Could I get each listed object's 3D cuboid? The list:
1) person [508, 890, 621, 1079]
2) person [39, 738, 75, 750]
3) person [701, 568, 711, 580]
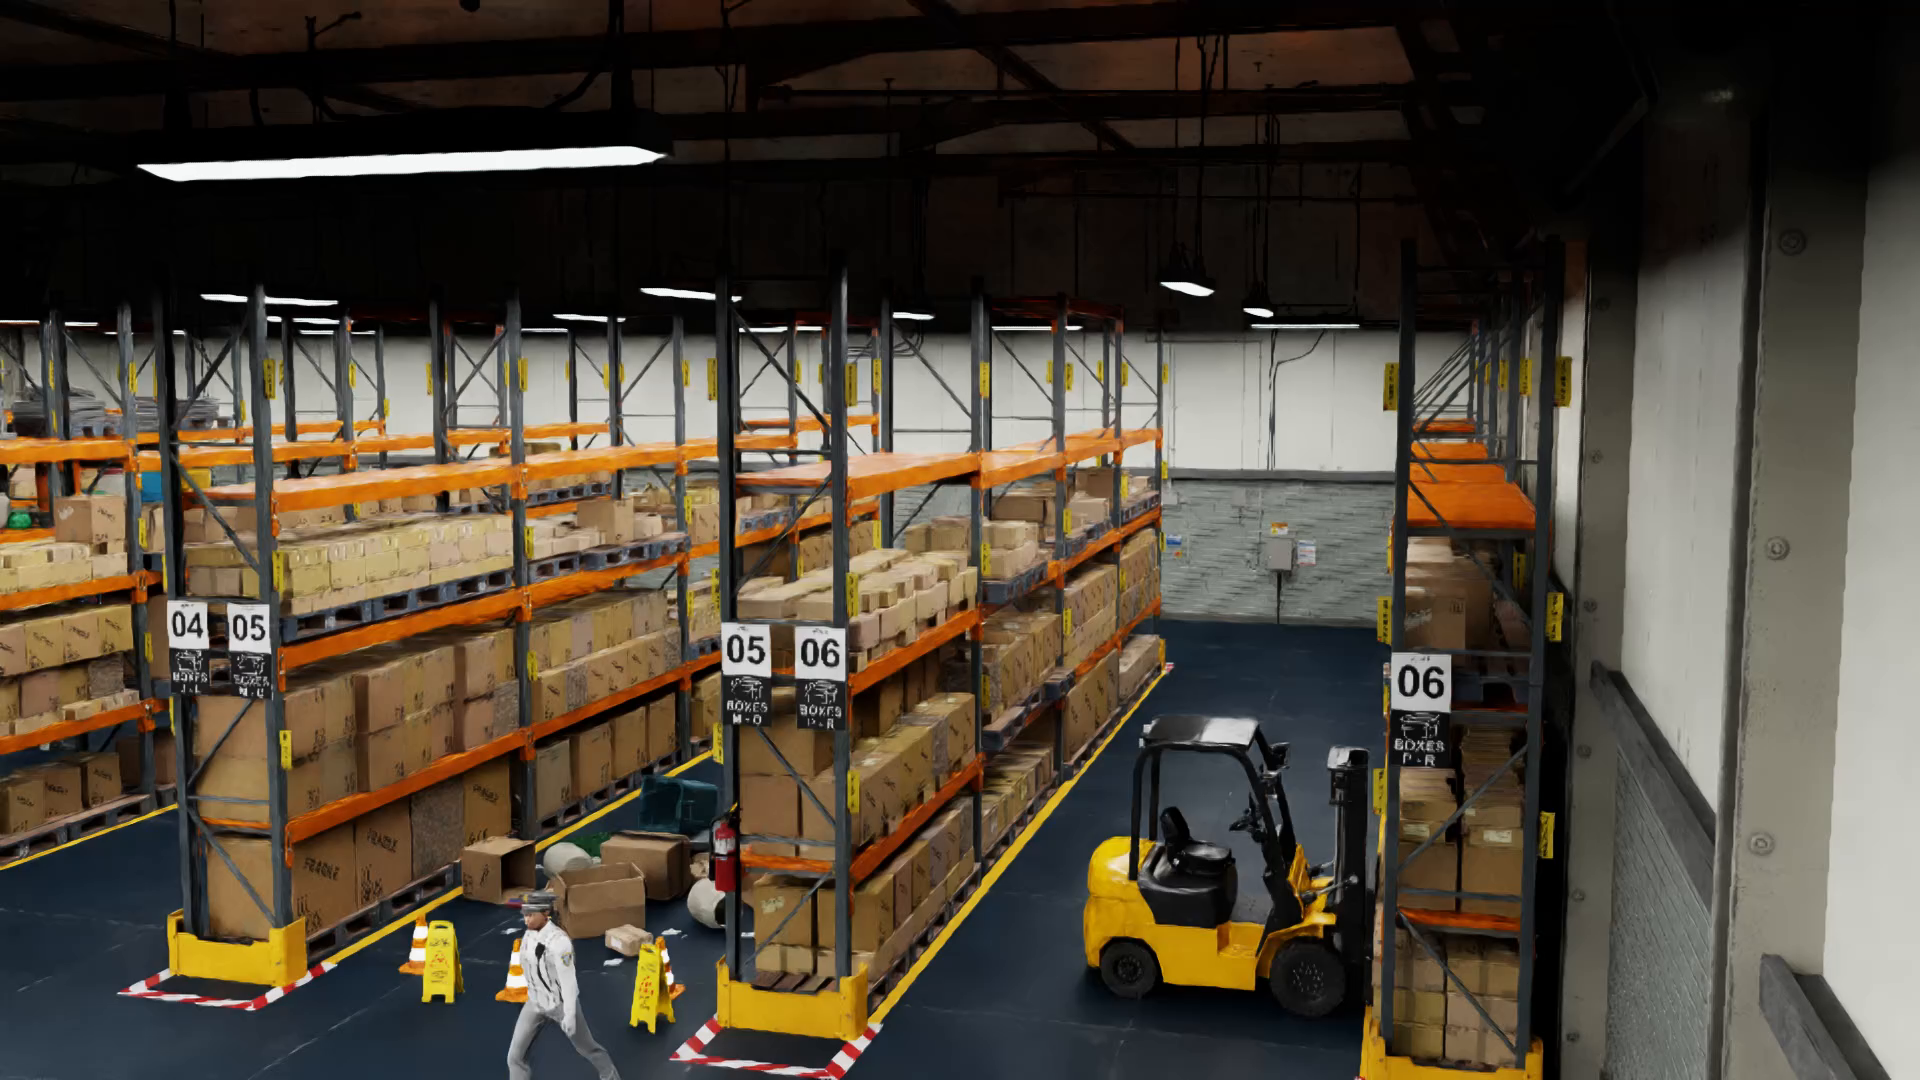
[{"bbox_3d":[-2.760,3.157,11.416,0.518,1.611,0.939,4,8,36],"label":"person"},{"bbox_3d":[-12.083,1.940,22.185,0.446,1.770,0.569,-1,6,-11],"label":"person"},{"bbox_3d":[-4.383,1.278,29.205,0.481,1.583,1.083,1,6,13],"label":"person"}]
